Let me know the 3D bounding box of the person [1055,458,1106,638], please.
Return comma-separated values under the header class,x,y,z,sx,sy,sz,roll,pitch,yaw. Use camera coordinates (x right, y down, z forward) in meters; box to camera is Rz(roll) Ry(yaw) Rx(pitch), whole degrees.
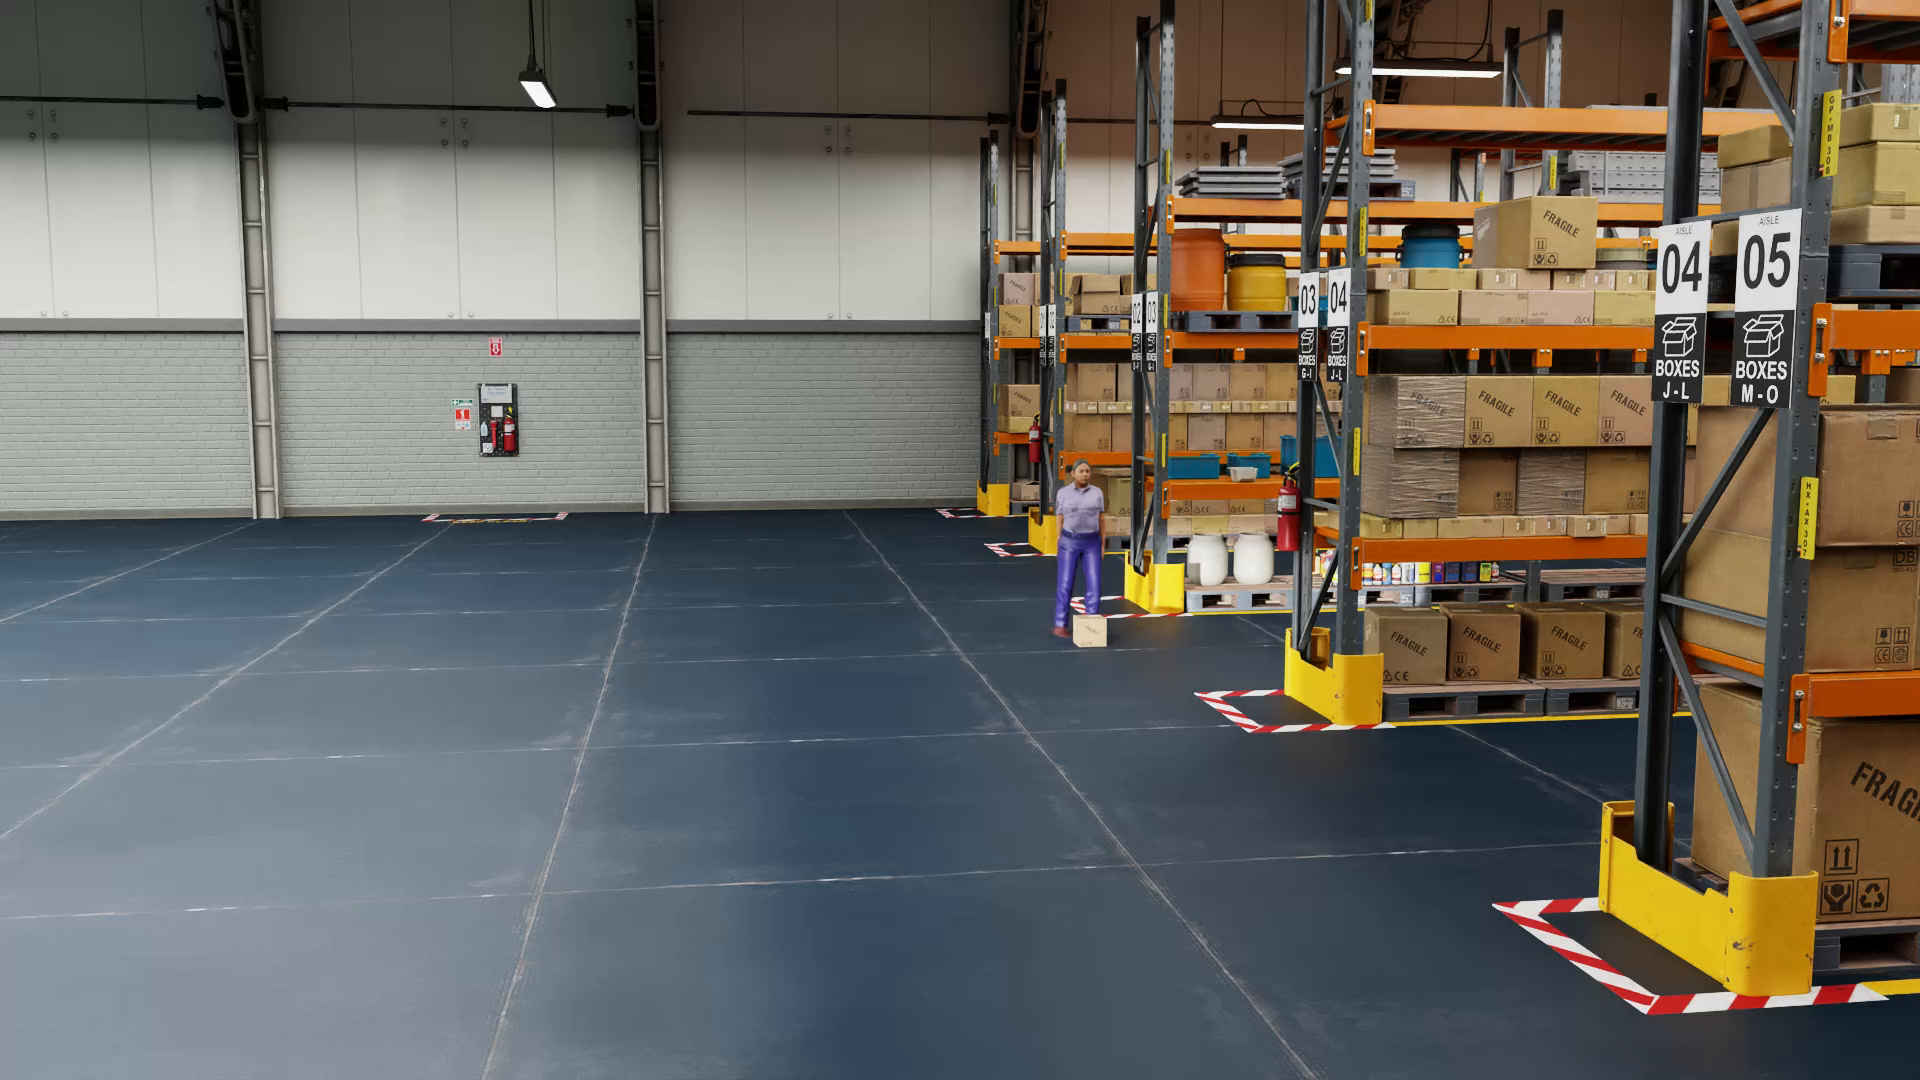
class,x,y,z,sx,sy,sz,roll,pitch,yaw
person,1.118,0.089,15.315,0.467,1.651,0.342,-1,7,-7
